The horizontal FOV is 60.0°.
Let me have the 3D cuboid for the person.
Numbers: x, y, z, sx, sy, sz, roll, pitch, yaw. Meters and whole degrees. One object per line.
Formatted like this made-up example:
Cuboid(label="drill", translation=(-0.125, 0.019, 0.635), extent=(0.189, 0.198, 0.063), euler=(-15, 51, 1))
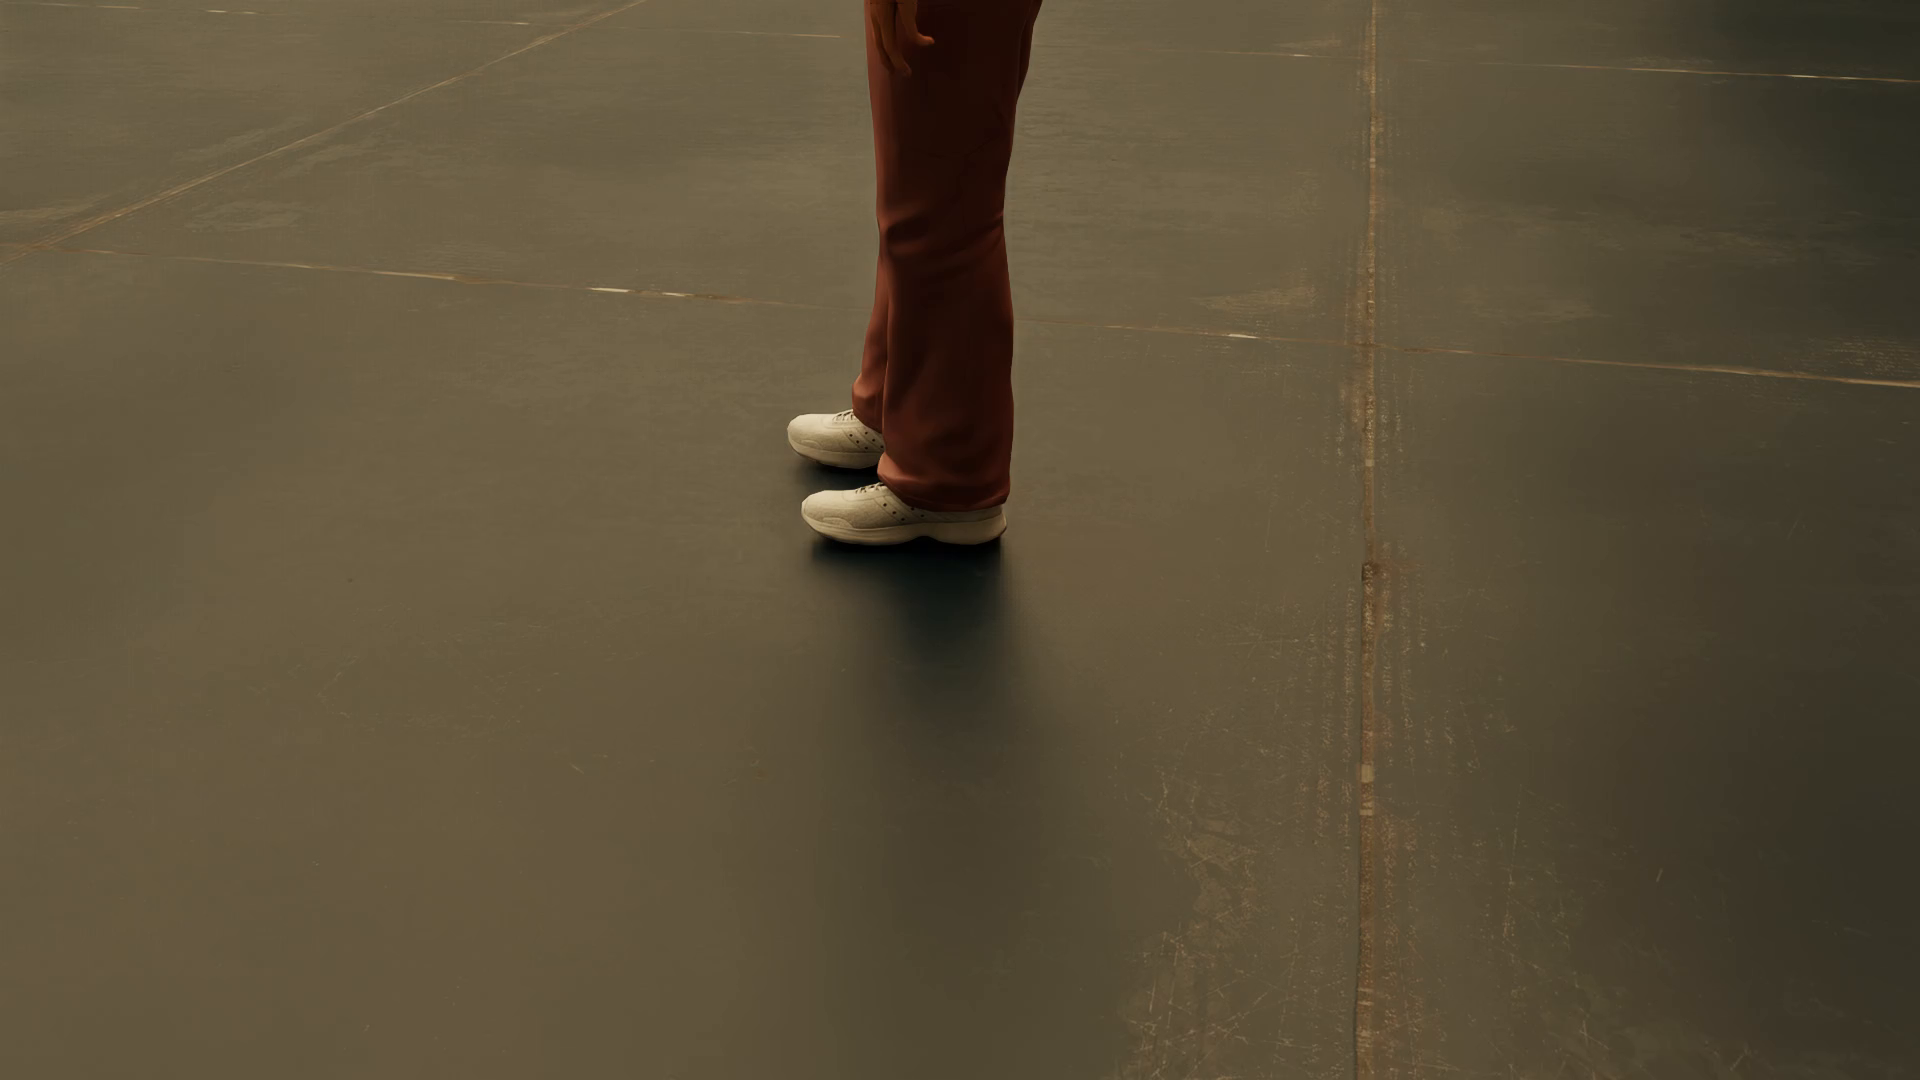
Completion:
Cuboid(label="person", translation=(-0.069, -0.766, 2.143), extent=(0.549, 1.675, 0.555), euler=(6, 27, 11))
